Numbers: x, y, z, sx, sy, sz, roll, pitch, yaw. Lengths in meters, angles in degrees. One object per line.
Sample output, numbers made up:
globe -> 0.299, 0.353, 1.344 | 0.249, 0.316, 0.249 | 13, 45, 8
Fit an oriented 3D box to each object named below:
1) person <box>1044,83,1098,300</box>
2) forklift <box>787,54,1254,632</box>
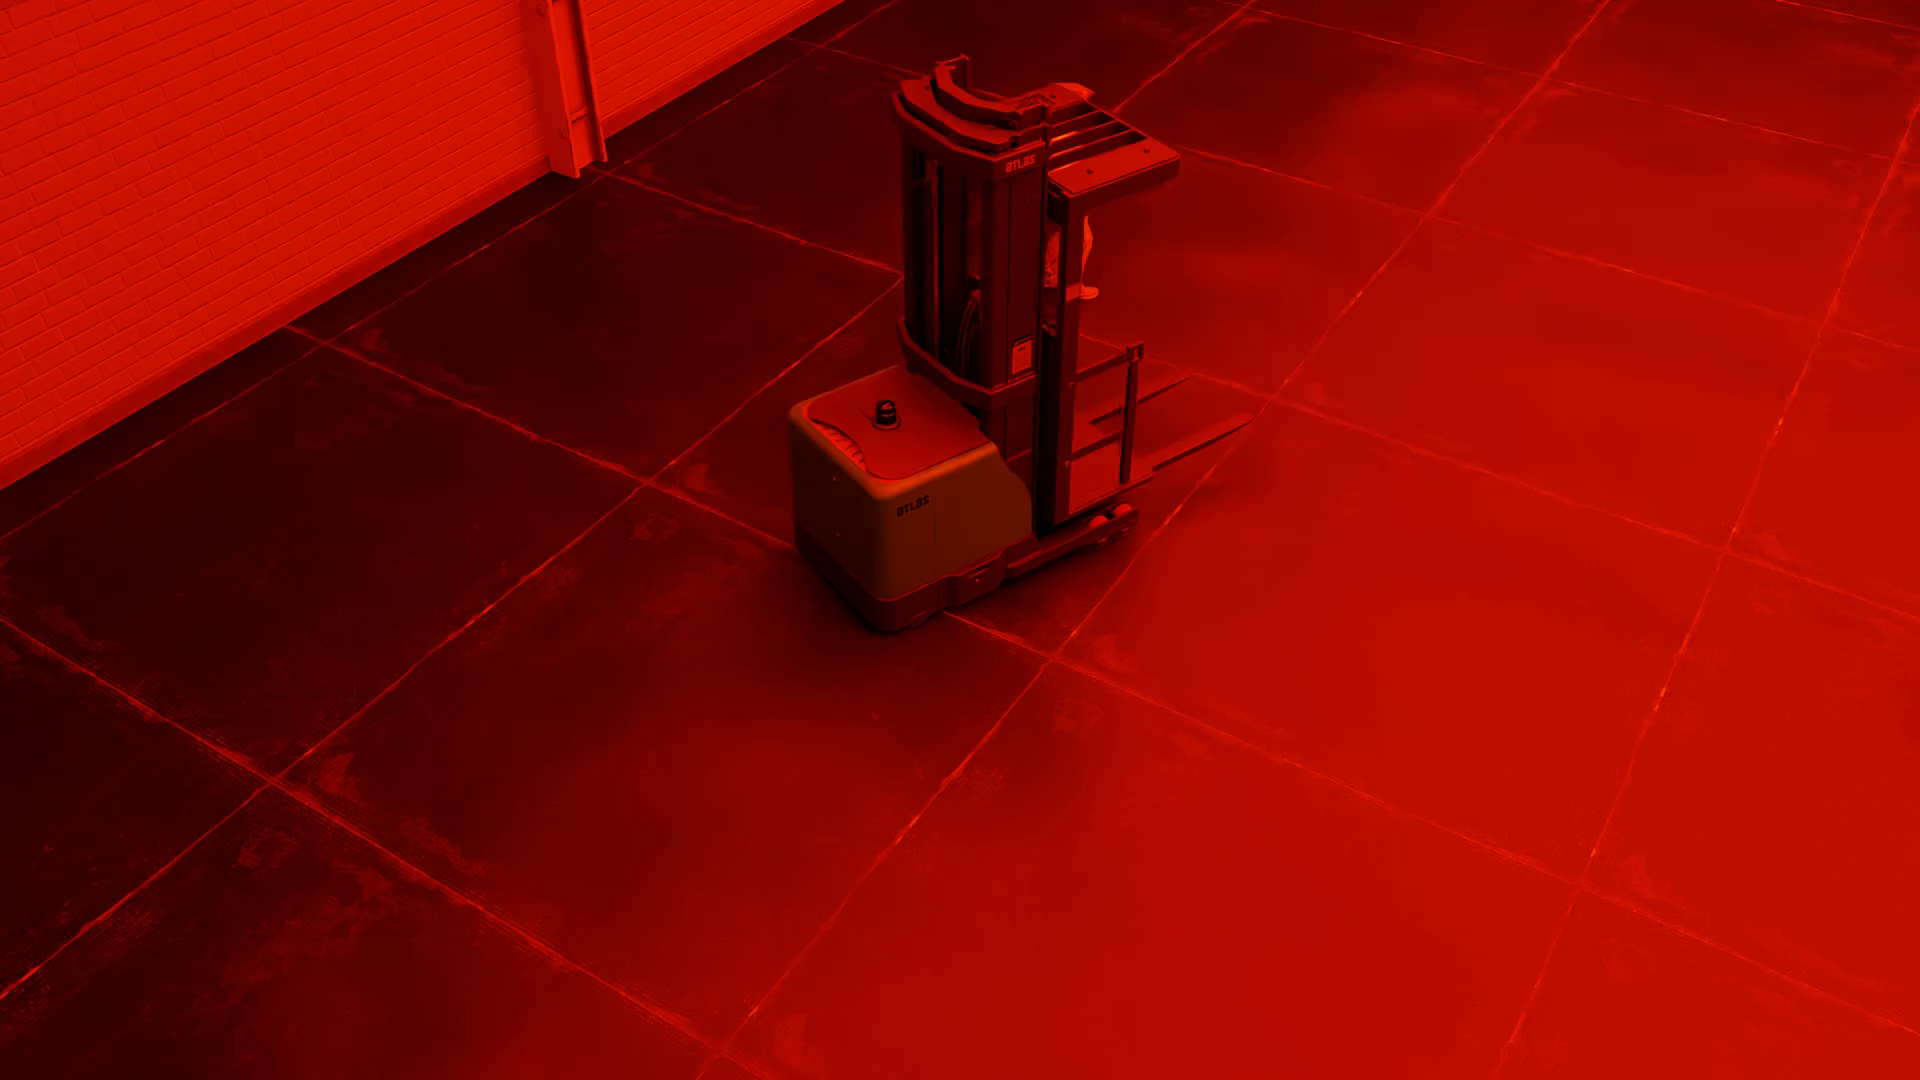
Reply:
person -> 0.769, -2.503, 11.947 | 0.483, 1.632, 0.712 | -7, 41, -8
forklift -> 0.493, -1.356, 9.567 | 3.031, 2.935, 1.130 | -25, 46, -26
